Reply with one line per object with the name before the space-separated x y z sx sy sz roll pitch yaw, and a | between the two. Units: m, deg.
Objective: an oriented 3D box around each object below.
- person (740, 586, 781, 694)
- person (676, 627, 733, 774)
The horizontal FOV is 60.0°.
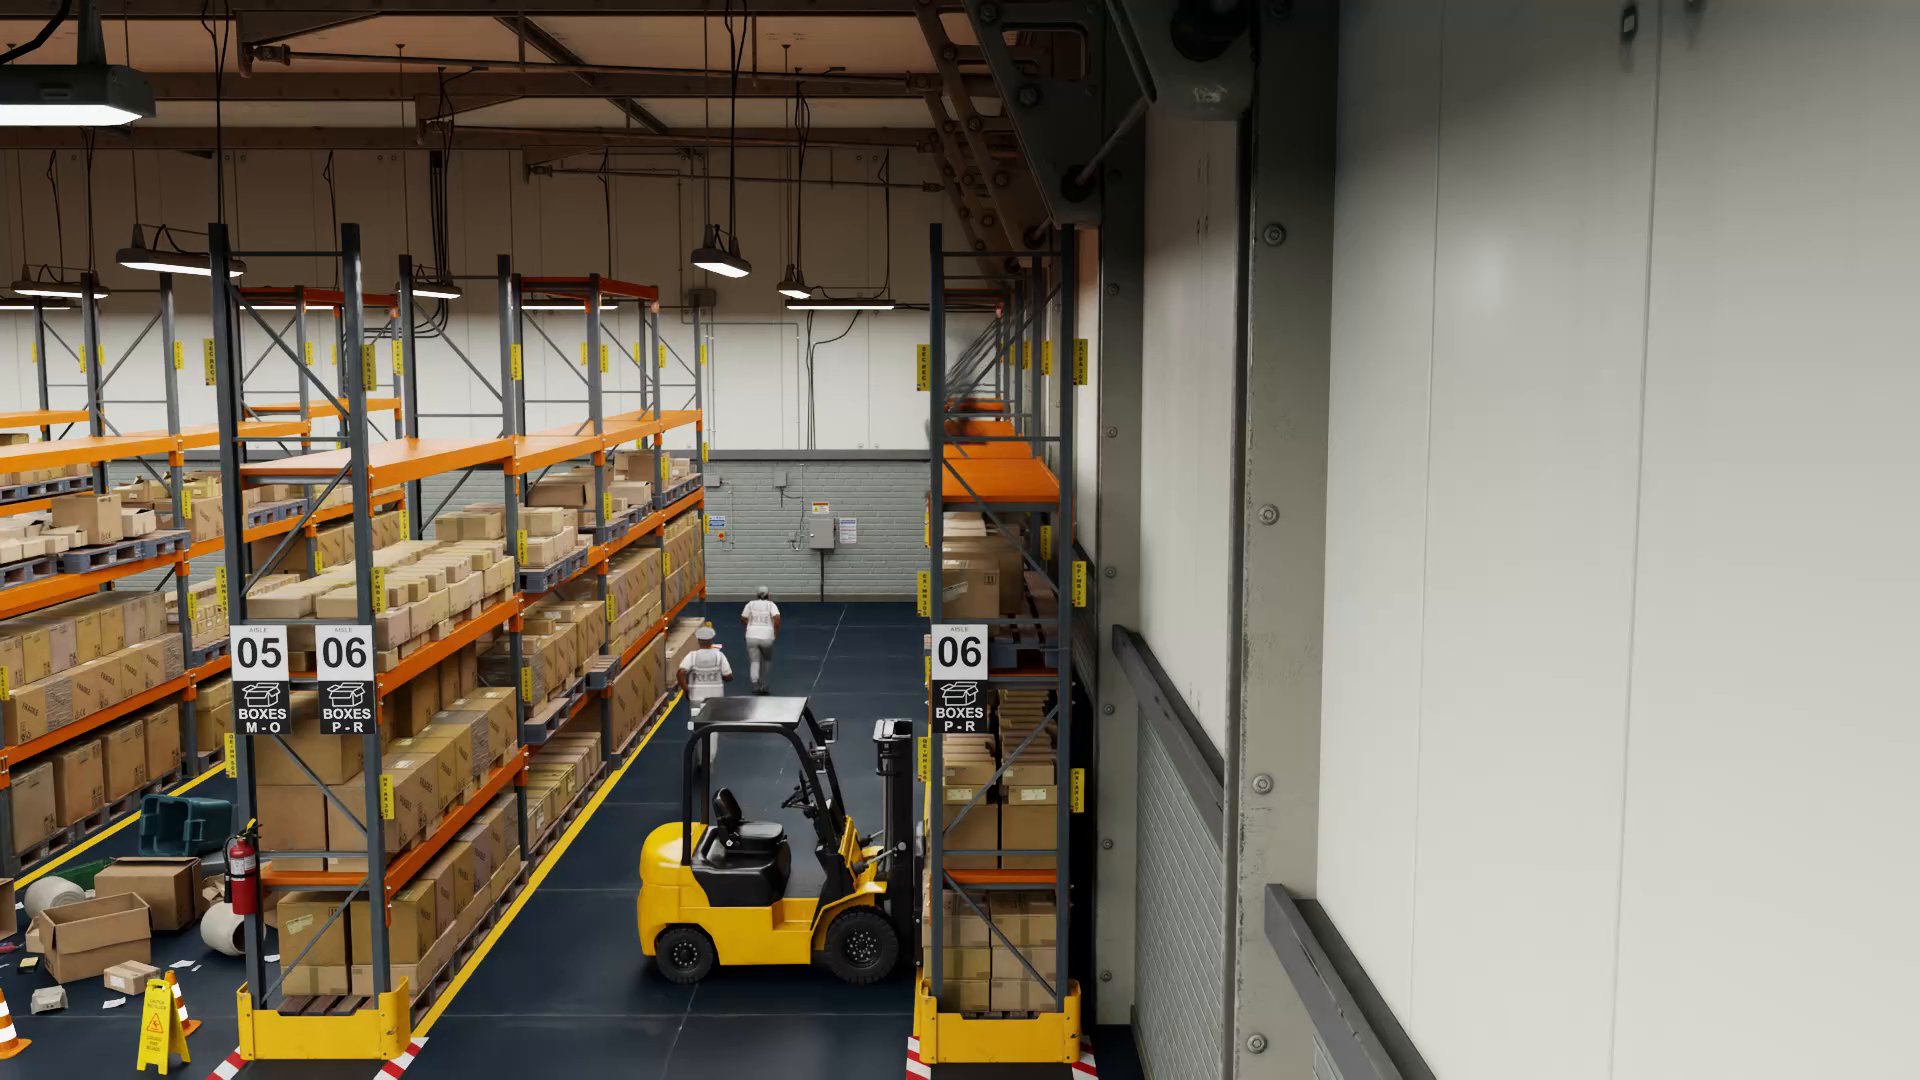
person | -2.925 1.527 24.394 0.608 1.665 1.059 0 7 -2
person | -3.062 1.946 20.039 0.661 1.804 0.970 -1 7 -5
